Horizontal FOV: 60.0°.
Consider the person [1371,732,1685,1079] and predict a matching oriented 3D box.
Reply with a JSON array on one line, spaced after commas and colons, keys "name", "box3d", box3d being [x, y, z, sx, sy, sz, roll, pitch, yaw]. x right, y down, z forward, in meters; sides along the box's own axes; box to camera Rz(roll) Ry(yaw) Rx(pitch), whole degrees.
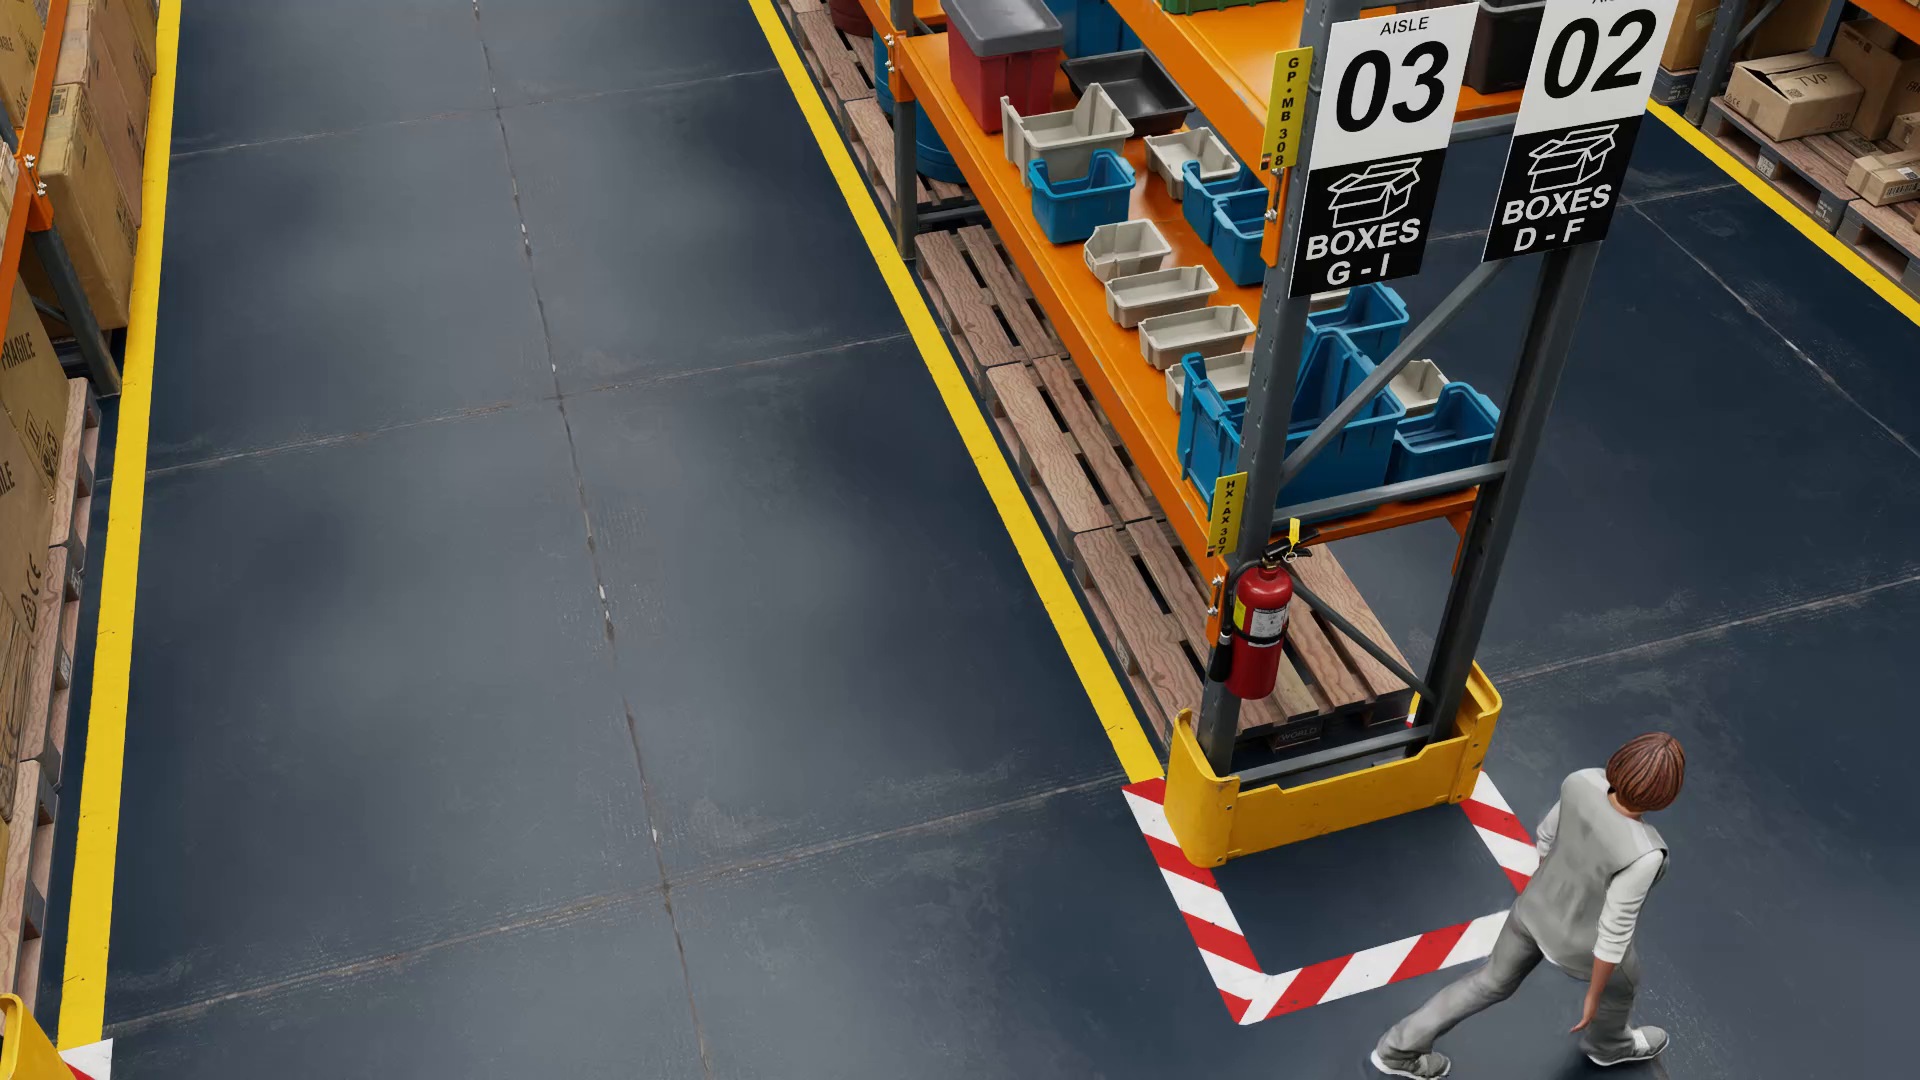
[{"name": "person", "box3d": [1.819, 1.155, 4.943, 0.999, 1.529, 0.508, -15, 45, -15]}]
